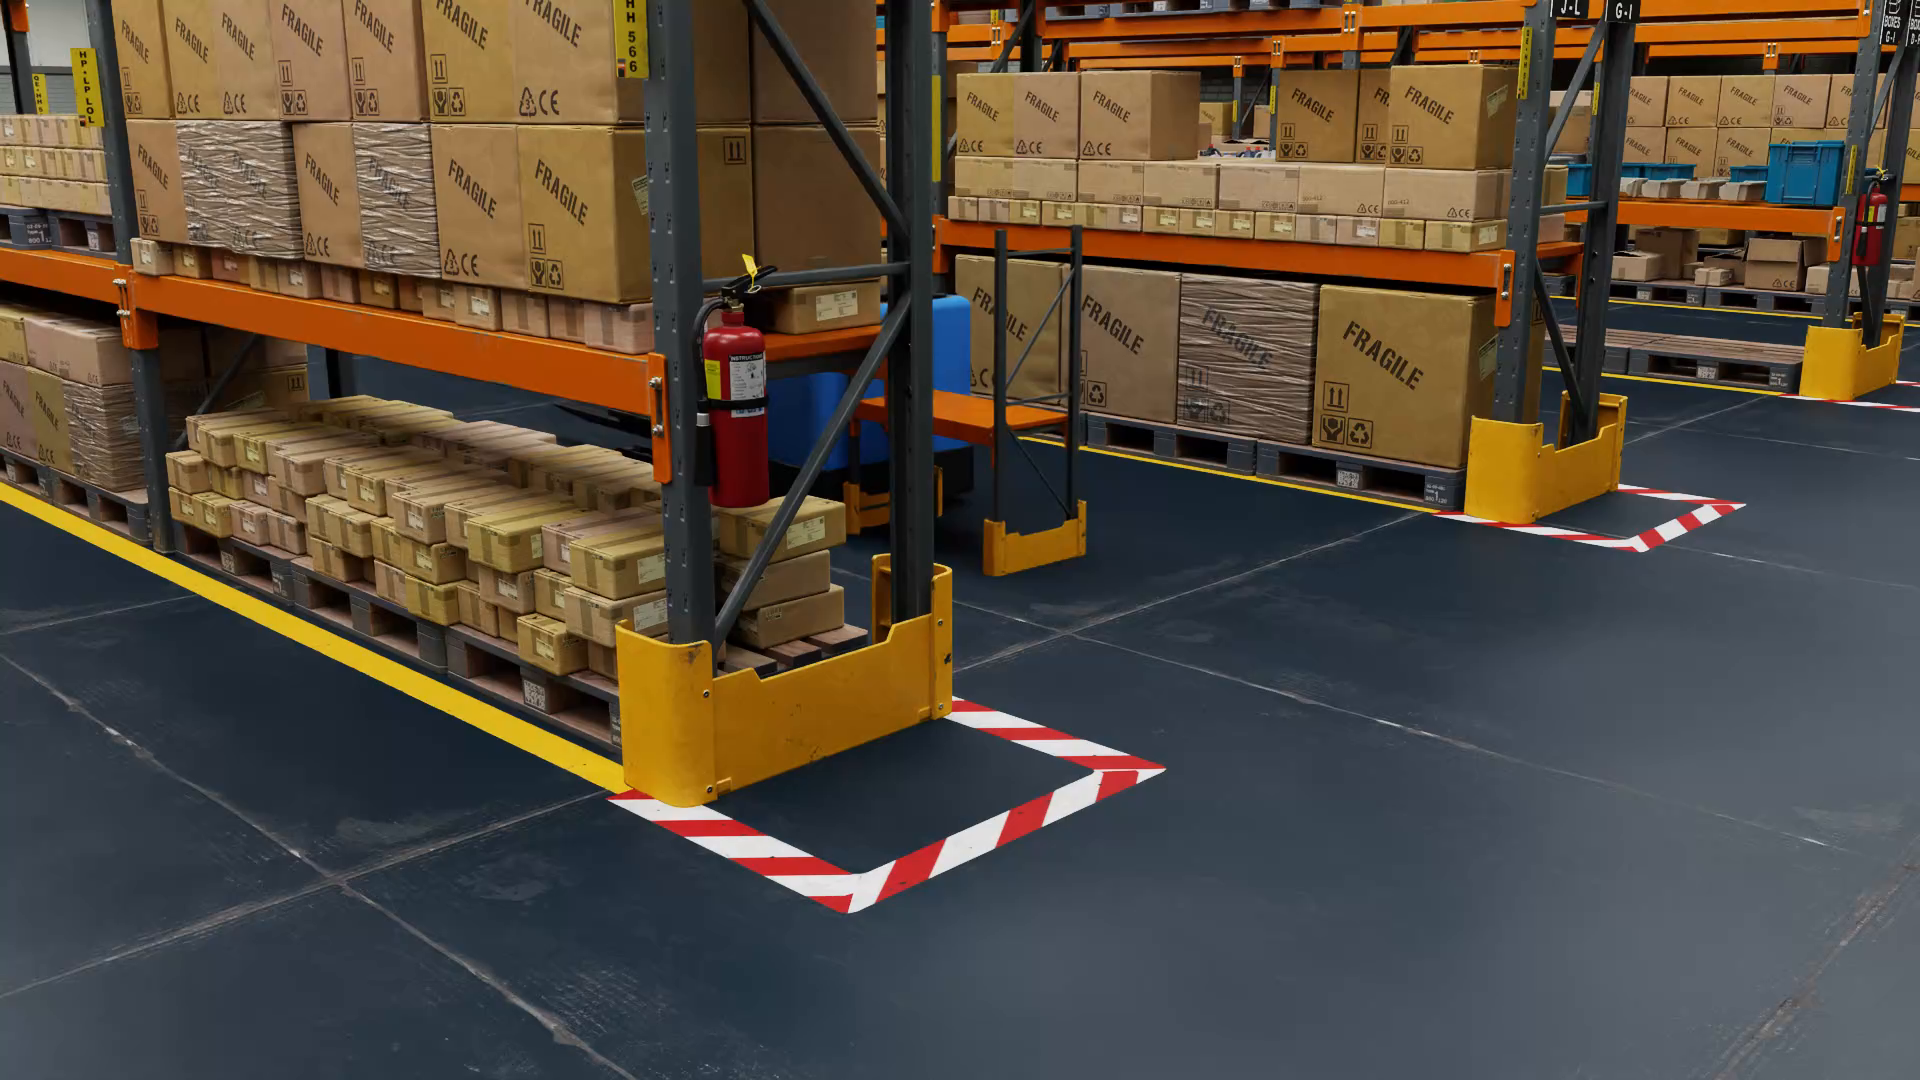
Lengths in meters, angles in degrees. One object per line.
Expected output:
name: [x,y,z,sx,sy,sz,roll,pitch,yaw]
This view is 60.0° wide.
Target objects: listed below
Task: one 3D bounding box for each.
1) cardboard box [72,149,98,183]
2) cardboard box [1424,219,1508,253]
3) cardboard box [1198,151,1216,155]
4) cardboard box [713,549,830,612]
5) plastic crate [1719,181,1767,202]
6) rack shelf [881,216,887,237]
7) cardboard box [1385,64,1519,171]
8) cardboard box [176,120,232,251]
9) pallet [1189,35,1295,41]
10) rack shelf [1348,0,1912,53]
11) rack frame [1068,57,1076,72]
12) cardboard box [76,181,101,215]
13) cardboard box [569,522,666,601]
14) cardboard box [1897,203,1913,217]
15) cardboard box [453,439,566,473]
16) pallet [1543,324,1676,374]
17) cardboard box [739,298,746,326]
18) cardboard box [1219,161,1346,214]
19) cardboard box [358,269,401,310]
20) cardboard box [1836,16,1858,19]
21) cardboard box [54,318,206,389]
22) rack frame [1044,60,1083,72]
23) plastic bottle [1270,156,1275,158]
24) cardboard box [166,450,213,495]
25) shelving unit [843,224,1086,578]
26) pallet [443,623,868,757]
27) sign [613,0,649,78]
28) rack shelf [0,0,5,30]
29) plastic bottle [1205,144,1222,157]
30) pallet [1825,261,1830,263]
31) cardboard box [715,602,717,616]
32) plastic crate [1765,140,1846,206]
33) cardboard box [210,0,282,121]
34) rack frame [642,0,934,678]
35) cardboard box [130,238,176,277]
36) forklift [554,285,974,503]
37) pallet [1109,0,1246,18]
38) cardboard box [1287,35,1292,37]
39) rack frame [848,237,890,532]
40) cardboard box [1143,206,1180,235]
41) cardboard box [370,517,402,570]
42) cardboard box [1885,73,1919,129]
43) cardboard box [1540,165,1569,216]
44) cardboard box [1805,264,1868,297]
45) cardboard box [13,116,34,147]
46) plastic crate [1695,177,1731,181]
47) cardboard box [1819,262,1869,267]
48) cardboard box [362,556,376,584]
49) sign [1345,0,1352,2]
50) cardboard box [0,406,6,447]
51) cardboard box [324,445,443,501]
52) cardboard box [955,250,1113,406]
cardboard box: [-3.968,-1.783,7.902,0.250,0.149,0.380,14,20,43]
cardboard box: [2.556,-1.541,8.397,0.380,0.149,0.250,-14,20,-43]
cardboard box: [3.204,-4.949,21.476,0.380,0.149,0.250,-13,19,-40]
cardboard box: [-0.673,0.116,5.768,0.380,0.149,0.250,-14,20,-42]
plastic crate: [5.766,-2.571,12.253,0.243,0.136,0.396,14,20,42]
rack shelf: [-1.278,-2.362,12.476,4.000,0.370,1.077,14,20,42]
cardboard box: [2.508,-2.132,8.387,0.500,0.500,0.500,14,20,43]
cardboard box: [-2.811,-1.452,6.769,0.500,0.500,0.500,14,20,42]
pallet: [3.610,-6.321,20.667,1.213,0.211,1.003,-13,20,-42]
rack shelf: [5.039,-4.013,12.862,4.000,0.370,1.077,14,20,42]
rack frame: [1.281,-5.558,23.314,0.127,3.000,1.000,14,20,42]
cardboard box: [-3.965,-1.638,7.937,0.250,0.149,0.380,14,20,43]
cardboard box: [-1.031,0.064,5.379,0.250,0.149,0.380,14,20,43]
cardboard box: [11.439,-4.031,20.293,0.250,0.149,0.380,13,19,41]
cardboard box: [-1.824,-0.296,6.761,0.250,0.149,0.380,14,20,42]
pallet: [5.038,-1.575,13.558,1.213,0.211,1.003,14,20,42]
cardboard box: [-0.692,-0.810,5.588,0.380,0.149,0.250,-14,20,-42]
cardboard box: [1.777,-1.946,9.160,0.500,0.250,0.500,13,19,40]
cardboard box: [-1.974,-0.947,6.115,0.250,0.149,0.380,14,20,43]
cardboard box: [8.646,-5.054,15.726,0.500,0.250,0.500,14,20,42]
cardboard box: [-4.066,-0.919,8.147,0.500,0.250,0.500,13,19,41]
rack frame: [1.837,-7.158,29.454,0.127,3.000,1.000,14,20,42]
plastic bottle: [2.828,-3.274,14.793,0.135,0.276,0.152,14,20,42]
cardboard box: [-3.315,-0.324,7.458,0.380,0.149,0.250,-13,20,-42]
shelving unit: [0.008,-0.708,7.676,0.587,1.500,1.083,-13,19,-40]
pallet: [-1.089,0.410,5.941,1.213,0.211,1.003,14,20,42]
sign: [-0.874,-1.394,4.409,0.005,0.325,0.100,14,20,42]
rack shelf: [-7.673,-3.631,11.398,4.000,0.370,1.077,14,20,42]
plastic bottle: [2.445,-3.651,16.094,0.185,0.351,0.144,14,20,42]
pallet: [10.969,-3.561,21.180,1.213,0.211,1.003,14,20,42]
cardboard box: [-0.875,0.218,5.968,0.250,0.149,0.380,14,20,42]
plastic crate: [6.108,-2.630,11.889,0.499,0.435,0.616,14,20,42]
cardboard box: [-2.473,-1.849,6.308,0.500,0.500,0.500,14,20,43]
rack frame: [-0.474,-0.778,4.968,0.127,3.000,1.000,14,20,42]
cardboard box: [-3.377,-1.247,7.268,0.380,0.149,0.250,-14,20,-42]
forklift: [-1.270,-1.811,9.071,1.130,2.935,3.031,-12,19,-39]
pallet: [2.149,-4.937,15.356,1.213,0.211,1.003,14,20,42]
cardboard box: [5.055,-8.051,25.901,0.500,0.500,0.500,-11,18,-36]
rack frame: [-0.338,-0.805,8.048,0.500,1.500,0.032,-13,19,-40]
cardboard box: [1.267,-1.854,9.598,0.250,0.149,0.380,13,19,41]
cardboard box: [-1.981,-0.013,6.265,0.380,0.149,0.250,-13,20,-41]
cardboard box: [9.044,-4.106,15.561,0.500,0.500,0.500,-14,20,-43]
cardboard box: [2.883,-1.865,8.847,0.500,0.250,0.500,13,19,41]
cardboard box: [8.694,-2.562,16.398,0.500,0.250,0.500,14,20,42]
cardboard box: [-4.521,-2.064,8.391,0.250,0.149,0.380,13,19,40]
plastic crate: [5.868,-2.754,12.956,0.298,0.136,0.250,14,20,42]
cardboard box: [9.005,-2.662,16.780,0.500,0.250,0.500,14,20,42]
cardboard box: [-2.110,0.072,6.527,0.380,0.149,0.250,-14,20,-43]
sign: [3.216,-4.616,13.731,0.005,0.325,0.100,14,20,42]
cardboard box: [-5.164,-0.825,9.274,0.500,0.500,0.500,13,19,41]
cardboard box: [-2.293,-0.264,6.636,0.250,0.149,0.380,13,19,40]
cardboard box: [0.581,-1.405,10.758,0.875,0.875,0.875,14,20,42]
